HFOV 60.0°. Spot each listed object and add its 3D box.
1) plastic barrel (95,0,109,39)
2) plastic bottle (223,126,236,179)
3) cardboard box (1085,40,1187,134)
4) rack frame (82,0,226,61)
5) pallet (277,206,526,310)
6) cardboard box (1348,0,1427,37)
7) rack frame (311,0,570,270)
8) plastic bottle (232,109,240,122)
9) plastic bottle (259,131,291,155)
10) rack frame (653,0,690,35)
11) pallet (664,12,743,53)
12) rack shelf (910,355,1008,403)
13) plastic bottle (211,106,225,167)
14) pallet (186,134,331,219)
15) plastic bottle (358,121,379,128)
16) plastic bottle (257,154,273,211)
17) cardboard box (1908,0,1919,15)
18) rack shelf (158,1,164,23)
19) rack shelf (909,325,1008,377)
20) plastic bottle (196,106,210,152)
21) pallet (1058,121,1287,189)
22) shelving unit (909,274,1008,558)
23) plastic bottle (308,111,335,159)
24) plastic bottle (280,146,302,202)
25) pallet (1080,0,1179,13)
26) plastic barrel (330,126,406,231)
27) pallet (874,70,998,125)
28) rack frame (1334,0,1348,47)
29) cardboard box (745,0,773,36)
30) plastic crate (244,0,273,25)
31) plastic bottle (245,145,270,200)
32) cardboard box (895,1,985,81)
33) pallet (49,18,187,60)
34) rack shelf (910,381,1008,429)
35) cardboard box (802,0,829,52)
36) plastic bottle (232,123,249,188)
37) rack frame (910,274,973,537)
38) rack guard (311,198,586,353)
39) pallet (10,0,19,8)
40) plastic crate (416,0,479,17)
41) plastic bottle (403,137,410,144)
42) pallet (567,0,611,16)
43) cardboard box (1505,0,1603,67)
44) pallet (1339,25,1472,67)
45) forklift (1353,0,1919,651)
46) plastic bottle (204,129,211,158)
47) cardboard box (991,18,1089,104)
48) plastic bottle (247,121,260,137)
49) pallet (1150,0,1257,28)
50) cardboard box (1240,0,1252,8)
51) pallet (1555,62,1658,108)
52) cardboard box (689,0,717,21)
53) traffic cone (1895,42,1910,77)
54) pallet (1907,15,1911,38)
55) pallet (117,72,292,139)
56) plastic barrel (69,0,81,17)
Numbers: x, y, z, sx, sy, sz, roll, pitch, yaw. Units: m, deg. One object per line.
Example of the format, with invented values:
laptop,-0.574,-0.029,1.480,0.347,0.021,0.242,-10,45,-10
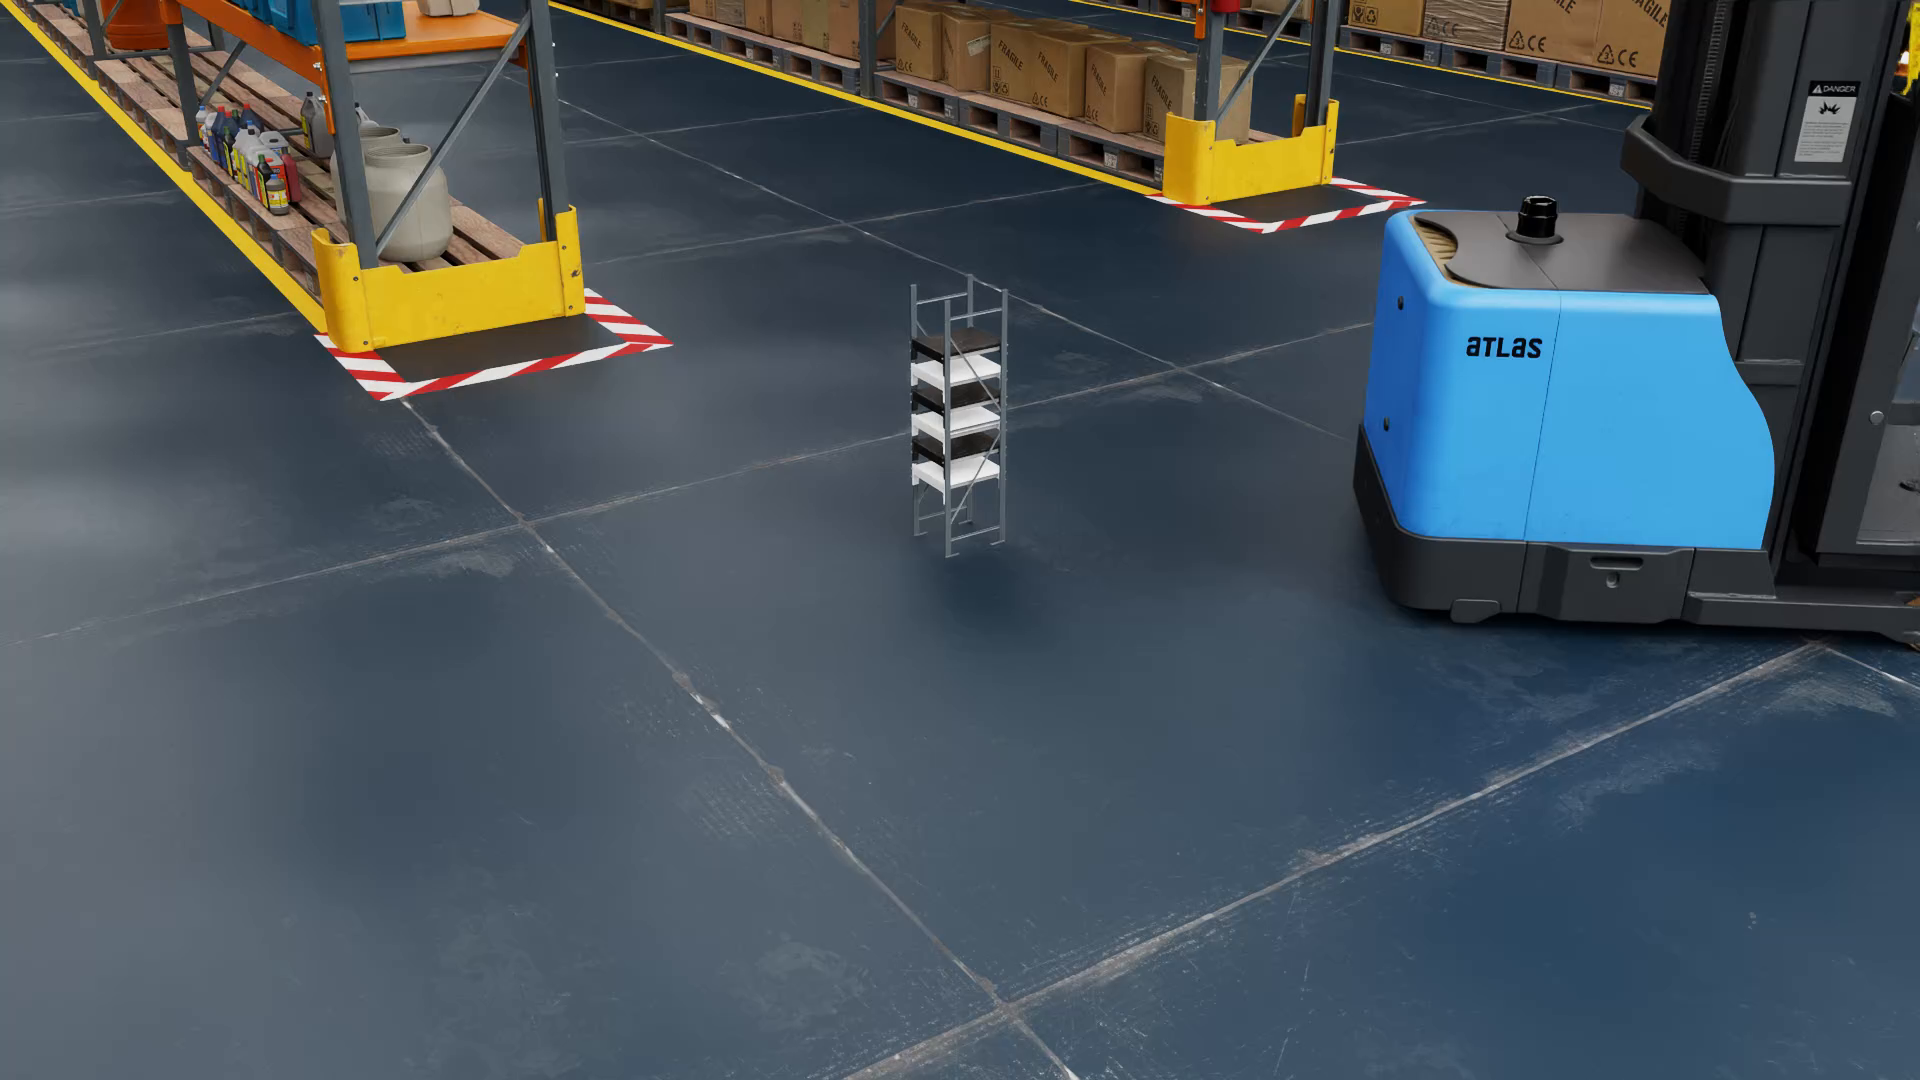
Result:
plastic barrel,-7.336,-4.653,14.516,0.421,0.512,0.421,0,25,0
plastic bottle,-4.237,-2.254,9.678,0.061,0.283,0.133,-14,29,-27
cardboard box,1.163,-3.022,11.073,0.500,0.500,0.500,-8,26,-16
rack frame,-6.672,-5.236,13.328,1.000,3.000,0.127,-16,29,-30
pallet,-2.824,-1.422,8.515,1.003,0.211,1.213,-16,29,-30
cardboard box,4.157,-5.067,14.967,0.875,0.875,0.875,-15,29,-29
rack frame,-2.304,-2.375,7.267,1.000,3.000,0.127,-16,29,-30
plastic bottle,-4.393,-2.476,10.147,0.061,0.283,0.133,-16,29,-30
plastic bottle,-3.950,-2.211,9.596,0.152,0.276,0.135,-16,29,-30
rack frame,-2.522,-6.391,15.773,1.000,3.000,0.127,-16,29,-30
pallet,-2.096,-4.850,15.776,1.003,0.211,1.213,-16,29,-30
rack shelf,-0.004,-0.542,5.501,0.258,0.077,0.200,-16,29,-30
plastic bottle,-4.395,-2.421,9.953,0.144,0.351,0.185,-15,29,-28
pallet,-4.156,-2.295,10.363,1.003,0.211,1.213,-16,29,-30
plastic bottle,-3.529,-2.366,9.924,0.152,0.276,0.135,-15,29,-29
plastic bottle,-3.753,-1.938,9.008,0.061,0.283,0.133,-15,29,-28
cardboard box,9.206,-5.199,15.978,0.500,0.250,0.500,-15,29,-29
rack shelf,-5.580,-4.196,11.967,1.077,0.370,4.000,-16,29,-30
rack shelf,-0.004,-0.624,5.463,0.258,0.077,0.200,-16,29,-30
plastic bottle,-4.681,-2.555,10.328,0.097,0.271,0.097,0,25,0
pallet,1.390,-2.594,10.998,1.003,0.211,1.213,-16,29,-30
shelving unit,-0.004,-0.410,5.564,0.258,0.900,0.210,-16,29,-30
plastic bottle,-3.901,-2.497,10.202,0.152,0.276,0.135,-16,29,-30
plastic bottle,-3.700,-2.022,9.185,0.061,0.283,0.133,-16,29,-30
pallet,2.056,-5.950,18.106,1.003,0.211,1.213,-16,29,-30
plastic barrel,-3.001,-1.837,8.549,0.421,0.512,0.421,0,25,0
pallet,0.058,-3.467,12.847,1.003,0.211,1.213,-16,29,-30
rack frame,3.873,-6.080,15.115,1.000,3.000,0.127,-16,29,-30
cardboard box,-1.511,-4.828,14.875,0.700,0.500,0.500,-13,28,-25
plastic crate,-3.178,-2.650,8.025,0.499,0.251,0.408,-16,29,-30
plastic bottle,-3.865,-2.043,9.239,0.152,0.276,0.135,-16,30,-31
cardboard box,-0.153,-3.867,12.864,0.500,0.500,0.500,-17,30,-31
pallet,-7.799,-4.683,15.424,1.003,0.211,1.213,-16,29,-30
rack shelf,-0.004,-0.461,5.540,0.258,0.077,0.200,-16,29,-30
cardboard box,-0.900,-4.428,14.029,0.700,0.500,0.500,-16,29,-30
plastic bottle,-4.060,-2.202,9.488,0.144,0.351,0.185,-16,30,-30
rack frame,-0.060,-0.446,5.641,0.240,0.900,0.006,-16,29,-30
rack guard,-2.385,-1.261,7.835,1.175,0.500,0.348,-16,29,-30
pallet,-9.959,-6.097,18.417,1.003,0.211,1.213,-16,29,-30
plastic crate,-2.523,-2.651,8.160,0.298,0.136,0.250,-16,29,-30
plastic bottle,-3.141,-2.152,9.461,0.061,0.283,0.133,-15,29,-29
pallet,-3.551,-5.865,17.927,1.003,0.211,1.213,-16,29,-30
cardboard box,5.149,-4.419,13.595,0.875,0.875,0.875,-16,30,-30
pallet,4.222,-4.528,15.095,1.003,0.211,1.213,-16,29,-30
forklift,2.886,-1.215,4.891,3.031,2.935,1.130,2,25,5
plastic bottle,-4.570,-2.450,10.189,0.097,0.201,0.097,0,25,0
cardboard box,0.570,-3.460,12.002,0.500,0.500,0.500,-19,31,-34
plastic bottle,-4.215,-2.362,9.919,0.097,0.271,0.097,0,25,0
pallet,2.718,-5.514,17.183,1.003,0.211,1.213,-16,29,-30
cardboard box,2.935,-5.799,16.664,1.050,0.750,0.750,-16,29,-30
pallet,5.554,-3.656,13.246,1.003,0.211,1.213,-16,29,-30
cardboard box,-2.139,-5.224,15.715,0.700,0.500,0.500,-17,30,-32
traffic cone,8.088,-4.164,14.029,0.336,0.463,0.334,-16,29,-30
pallet,9.693,-4.904,15.890,1.003,0.211,1.213,-16,29,-30
pallet,-5.619,-3.253,12.394,1.003,0.211,1.213,-16,29,-30
plastic barrel,-8.186,-5.456,15.760,0.600,0.901,0.708,-16,29,-30
